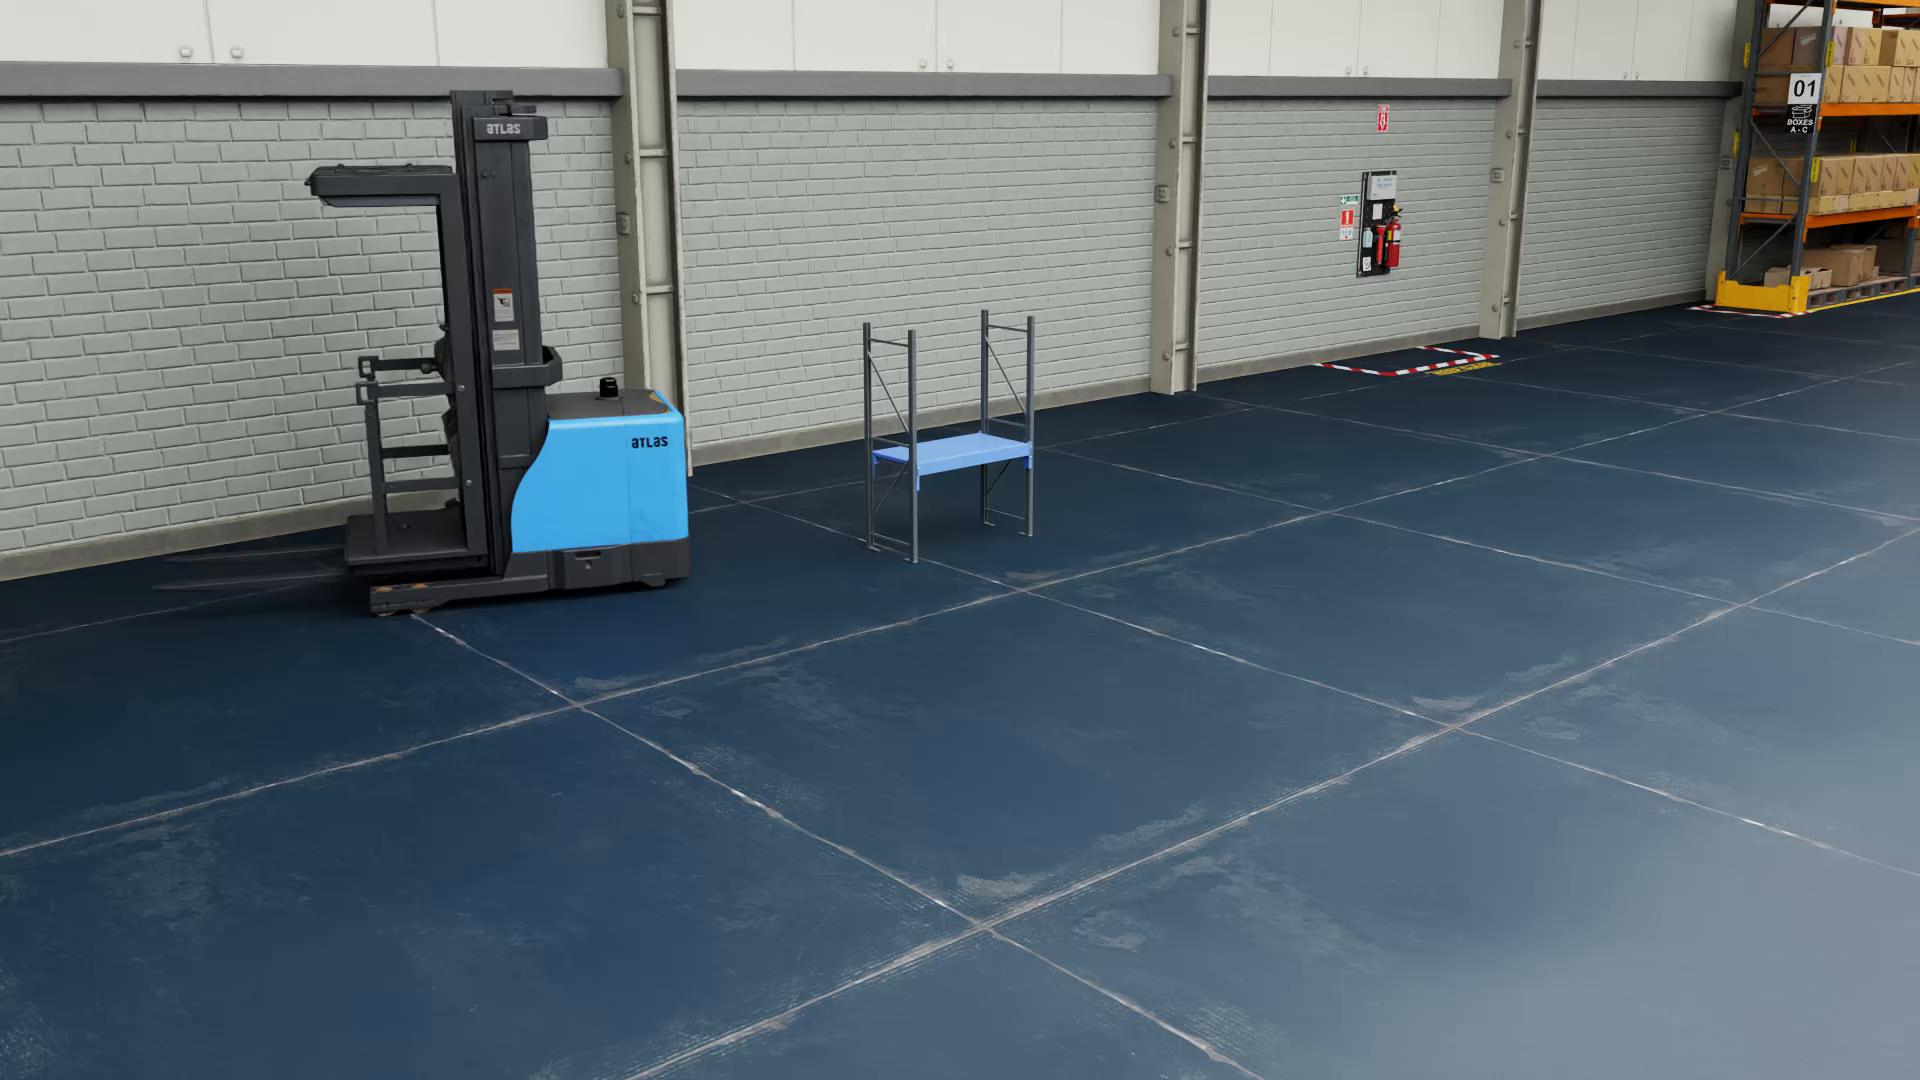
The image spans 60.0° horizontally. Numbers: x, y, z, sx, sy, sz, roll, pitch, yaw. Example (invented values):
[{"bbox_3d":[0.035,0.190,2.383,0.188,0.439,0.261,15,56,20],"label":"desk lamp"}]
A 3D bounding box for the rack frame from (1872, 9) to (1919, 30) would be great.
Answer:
[{"bbox_3d":[14.275,-8.294,24.862,0.127,3.000,1.000,-13,19,-39],"label":"rack frame"}]

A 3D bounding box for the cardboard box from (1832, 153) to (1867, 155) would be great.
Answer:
[{"bbox_3d":[13.390,-5.569,25.086,0.500,0.500,0.500,-13,20,-40],"label":"cardboard box"}]

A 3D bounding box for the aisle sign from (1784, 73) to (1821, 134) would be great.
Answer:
[{"bbox_3d":[11.400,-5.903,22.500,0.004,0.787,0.394,-13,19,-39],"label":"aisle sign"}]

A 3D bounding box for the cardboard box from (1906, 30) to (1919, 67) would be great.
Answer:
[{"bbox_3d":[13.666,-7.153,24.233,0.500,0.500,0.500,-11,19,-36],"label":"cardboard box"}]

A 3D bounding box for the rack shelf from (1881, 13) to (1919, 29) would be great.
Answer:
[{"bbox_3d":[15.784,-8.092,26.275,4.000,0.370,1.077,-13,19,-39],"label":"rack shelf"}]

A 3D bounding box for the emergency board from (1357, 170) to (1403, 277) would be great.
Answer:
[{"bbox_3d":[4.802,-3.577,18.830,0.643,1.169,0.194,-13,19,-39],"label":"emergency board"}]

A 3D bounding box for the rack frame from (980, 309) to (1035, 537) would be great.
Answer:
[{"bbox_3d":[0.319,-0.796,11.325,0.032,1.500,0.500,-13,19,-39],"label":"rack frame"}]

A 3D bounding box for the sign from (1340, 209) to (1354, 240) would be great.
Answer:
[{"bbox_3d":[4.317,-3.521,18.549,0.234,0.329,0.001,-13,19,-39],"label":"sign"}]

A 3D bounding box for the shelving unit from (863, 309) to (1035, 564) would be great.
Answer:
[{"bbox_3d":[-0.064,-0.710,11.002,1.048,1.500,0.538,-13,19,-39],"label":"shelving unit"}]

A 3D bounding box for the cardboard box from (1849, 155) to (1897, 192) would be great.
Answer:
[{"bbox_3d":[13.361,-5.386,24.399,0.500,0.500,0.500,-13,20,-41],"label":"cardboard box"}]

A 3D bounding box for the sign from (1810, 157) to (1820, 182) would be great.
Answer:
[{"bbox_3d":[11.614,-5.030,22.593,0.005,0.325,0.100,-13,19,-39],"label":"sign"}]

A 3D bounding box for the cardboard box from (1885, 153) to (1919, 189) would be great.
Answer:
[{"bbox_3d":[14.121,-5.555,25.031,0.500,0.500,0.500,-13,20,-39],"label":"cardboard box"}]

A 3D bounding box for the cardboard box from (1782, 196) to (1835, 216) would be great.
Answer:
[{"bbox_3d":[11.834,-4.676,23.195,0.500,0.250,0.500,-13,20,-41],"label":"cardboard box"}]

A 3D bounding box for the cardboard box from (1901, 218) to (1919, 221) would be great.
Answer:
[{"bbox_3d":[15.539,-5.055,26.899,0.500,0.250,0.500,-13,20,-41],"label":"cardboard box"}]

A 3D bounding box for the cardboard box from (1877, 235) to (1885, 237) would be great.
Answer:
[{"bbox_3d":[15.176,-4.626,26.746,0.500,0.500,0.700,-13,20,-40],"label":"cardboard box"}]

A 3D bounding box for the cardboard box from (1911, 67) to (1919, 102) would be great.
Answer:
[{"bbox_3d":[14.054,-6.769,24.732,0.500,0.500,0.500,-12,19,-38],"label":"cardboard box"}]

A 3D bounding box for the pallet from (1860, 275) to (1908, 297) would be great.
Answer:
[{"bbox_3d":[13.791,-3.928,25.545,1.213,0.211,1.003,-13,19,-39],"label":"pallet"}]

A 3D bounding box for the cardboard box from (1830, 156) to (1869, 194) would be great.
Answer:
[{"bbox_3d":[12.588,-5.208,23.733,0.500,0.500,0.500,-13,20,-41],"label":"cardboard box"}]

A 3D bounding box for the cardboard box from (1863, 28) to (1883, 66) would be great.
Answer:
[{"bbox_3d":[12.498,-6.890,23.250,0.500,0.500,0.500,-12,19,-38],"label":"cardboard box"}]

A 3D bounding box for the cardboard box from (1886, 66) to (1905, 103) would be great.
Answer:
[{"bbox_3d":[13.273,-6.585,24.043,0.500,0.500,0.500,-14,20,-41],"label":"cardboard box"}]

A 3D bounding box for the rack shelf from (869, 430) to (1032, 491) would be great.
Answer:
[{"bbox_3d":[-0.064,-0.536,11.049,1.000,0.185,0.538,-13,19,-39],"label":"rack shelf"}]

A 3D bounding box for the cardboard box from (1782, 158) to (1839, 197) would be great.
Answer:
[{"bbox_3d":[11.815,-5.040,23.104,0.500,0.500,0.500,-13,19,-39],"label":"cardboard box"}]

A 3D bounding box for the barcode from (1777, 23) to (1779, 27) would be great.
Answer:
[{"bbox_3d":[11.465,-7.206,23.308,0.075,0.075,0.001,-13,19,-39],"label":"barcode"}]

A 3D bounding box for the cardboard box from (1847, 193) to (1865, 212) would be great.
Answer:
[{"bbox_3d":[12.604,-4.852,23.853,0.500,0.250,0.500,-13,20,-40],"label":"cardboard box"}]

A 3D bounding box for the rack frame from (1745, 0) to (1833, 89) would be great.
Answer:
[{"bbox_3d":[11.257,-7.616,22.326,0.127,3.000,1.000,-13,19,-39],"label":"rack frame"}]

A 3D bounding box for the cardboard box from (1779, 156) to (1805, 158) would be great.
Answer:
[{"bbox_3d":[11.860,-5.222,23.786,0.500,0.500,0.500,-12,19,-39],"label":"cardboard box"}]

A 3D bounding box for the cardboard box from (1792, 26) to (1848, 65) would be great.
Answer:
[{"bbox_3d":[11.707,-6.726,22.636,0.500,0.500,0.500,14,21,43],"label":"cardboard box"}]

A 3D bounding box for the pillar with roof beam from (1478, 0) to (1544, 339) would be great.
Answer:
[{"bbox_3d":[9.517,-6.049,16.457,0.400,9.000,9.100,-13,19,-39],"label":"pillar with roof beam"}]

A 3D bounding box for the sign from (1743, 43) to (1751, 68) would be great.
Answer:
[{"bbox_3d":[10.908,-6.706,23.016,0.005,0.325,0.100,-13,19,-39],"label":"sign"}]

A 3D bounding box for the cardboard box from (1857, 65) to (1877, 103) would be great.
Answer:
[{"bbox_3d":[12.491,-6.406,23.374,0.500,0.500,0.500,-12,19,-37],"label":"cardboard box"}]

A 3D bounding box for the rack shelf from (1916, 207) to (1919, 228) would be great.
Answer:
[{"bbox_3d":[15.784,-5.387,26.998,4.000,0.370,1.077,-13,19,-39],"label":"rack shelf"}]

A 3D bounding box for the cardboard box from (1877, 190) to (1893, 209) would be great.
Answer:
[{"bbox_3d":[13.366,-5.022,24.492,0.500,0.250,0.500,-13,20,-40],"label":"cardboard box"}]

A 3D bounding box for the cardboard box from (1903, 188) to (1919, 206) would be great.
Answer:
[{"bbox_3d":[14.116,-5.193,25.132,0.500,0.250,0.500,-13,19,-39],"label":"cardboard box"}]

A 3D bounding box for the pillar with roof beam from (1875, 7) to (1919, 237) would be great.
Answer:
[{"bbox_3d":[18.570,-8.082,24.068,0.400,9.000,9.100,-13,19,-39],"label":"pillar with roof beam"}]

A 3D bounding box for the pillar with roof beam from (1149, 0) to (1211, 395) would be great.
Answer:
[{"bbox_3d":[4.991,-5.032,12.652,0.400,9.000,9.100,-13,19,-39],"label":"pillar with roof beam"}]

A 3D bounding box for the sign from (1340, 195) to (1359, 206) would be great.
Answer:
[{"bbox_3d":[4.326,-3.776,18.478,0.331,0.109,0.001,-13,19,-39],"label":"sign"}]

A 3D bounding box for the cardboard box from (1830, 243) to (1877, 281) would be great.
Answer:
[{"bbox_3d":[13.518,-4.217,25.215,0.500,0.500,0.500,14,21,43],"label":"cardboard box"}]

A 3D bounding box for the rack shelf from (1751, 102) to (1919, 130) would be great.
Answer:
[{"bbox_3d":[12.766,-6.158,24.074,4.000,0.370,1.077,-13,19,-39],"label":"rack shelf"}]

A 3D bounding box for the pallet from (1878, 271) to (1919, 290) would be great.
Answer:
[{"bbox_3d":[14.861,-4.180,26.491,1.213,0.211,1.003,-13,19,-39],"label":"pallet"}]

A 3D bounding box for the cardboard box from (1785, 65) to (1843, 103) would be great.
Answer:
[{"bbox_3d":[11.674,-6.233,22.727,0.500,0.500,0.500,-12,19,-38],"label":"cardboard box"}]

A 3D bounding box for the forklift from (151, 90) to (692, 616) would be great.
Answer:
[{"bbox_3d":[-3.218,-1.128,9.794,3.031,2.935,1.130,-5,16,-18],"label":"forklift"}]

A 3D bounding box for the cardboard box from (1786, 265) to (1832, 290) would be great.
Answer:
[{"bbox_3d":[12.268,-3.828,24.125,0.500,0.311,0.500,-11,18,-35],"label":"cardboard box"}]
